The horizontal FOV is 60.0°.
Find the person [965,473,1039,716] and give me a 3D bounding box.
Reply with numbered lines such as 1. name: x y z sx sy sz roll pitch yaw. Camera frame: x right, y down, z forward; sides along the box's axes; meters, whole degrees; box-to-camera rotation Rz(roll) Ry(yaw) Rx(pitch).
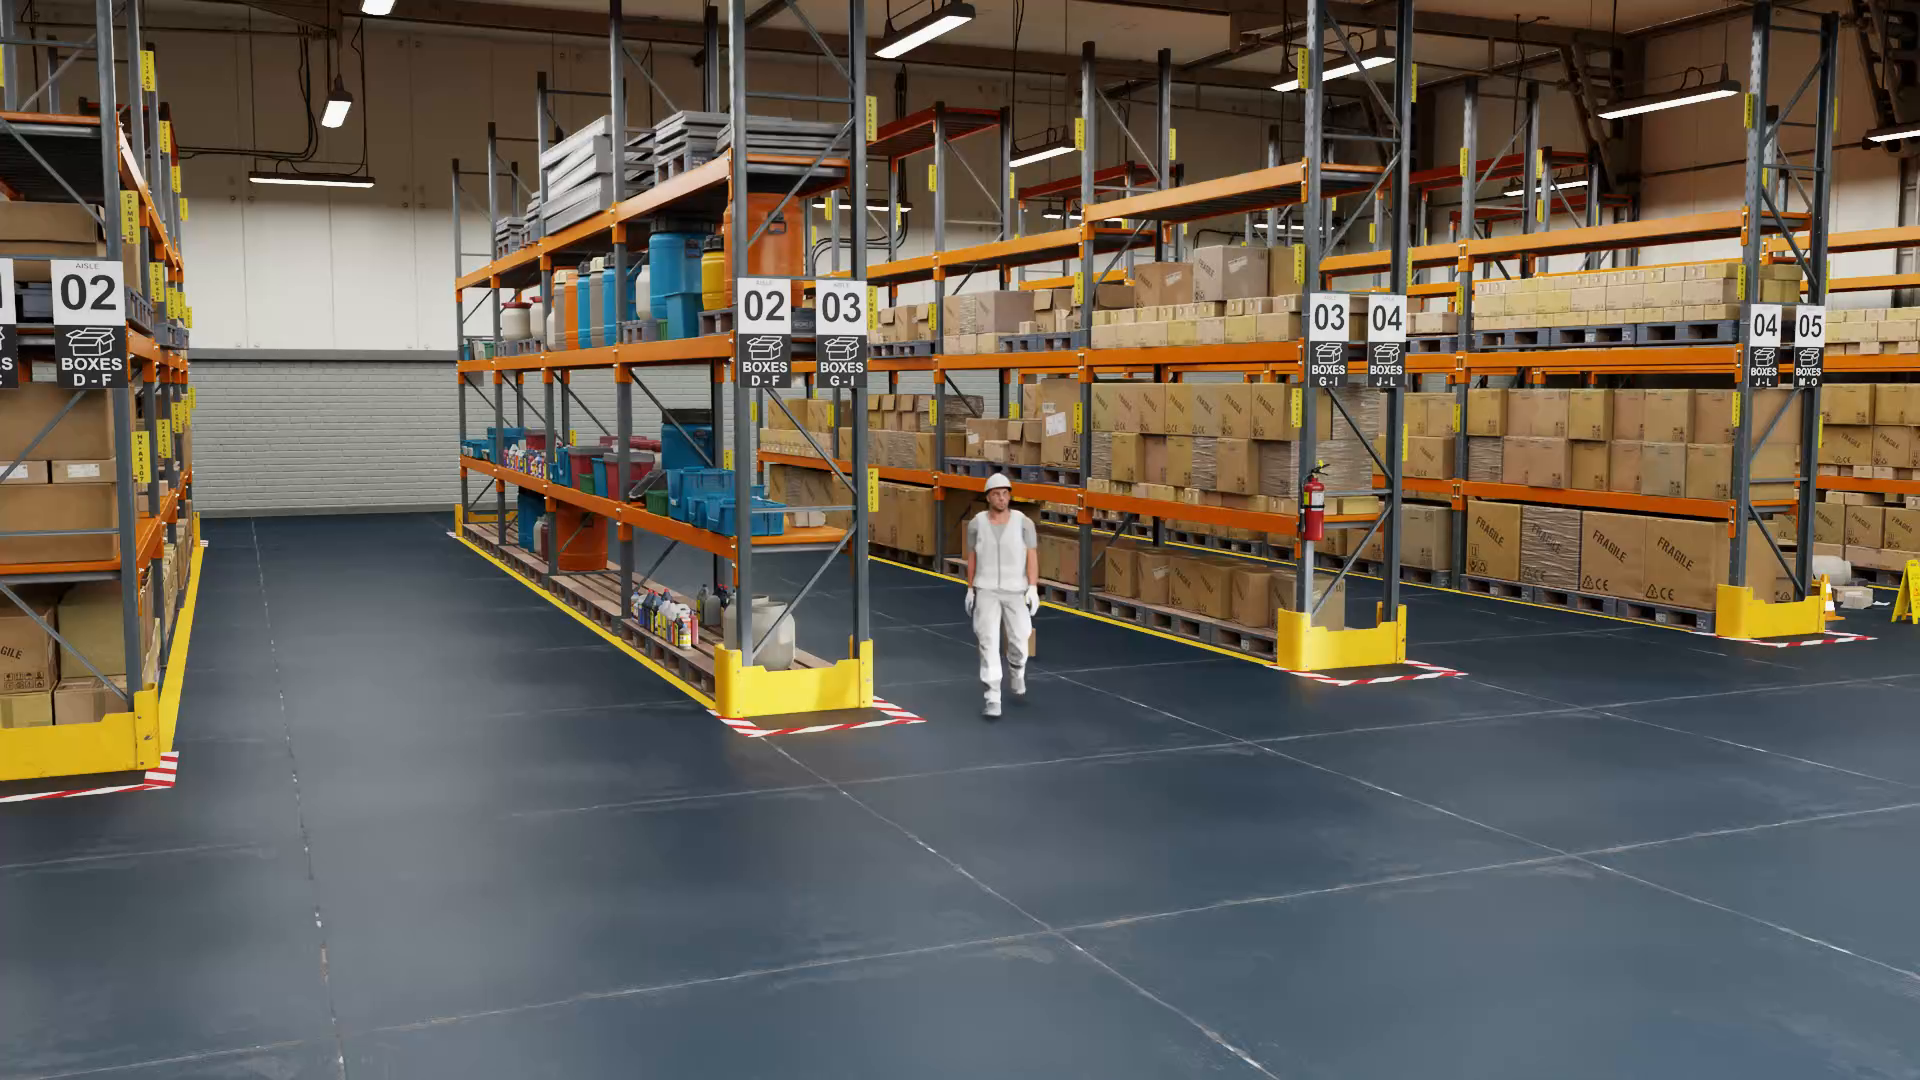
1. person: 0.311 0.386 12.349 0.556 1.769 0.889 0 5 2
